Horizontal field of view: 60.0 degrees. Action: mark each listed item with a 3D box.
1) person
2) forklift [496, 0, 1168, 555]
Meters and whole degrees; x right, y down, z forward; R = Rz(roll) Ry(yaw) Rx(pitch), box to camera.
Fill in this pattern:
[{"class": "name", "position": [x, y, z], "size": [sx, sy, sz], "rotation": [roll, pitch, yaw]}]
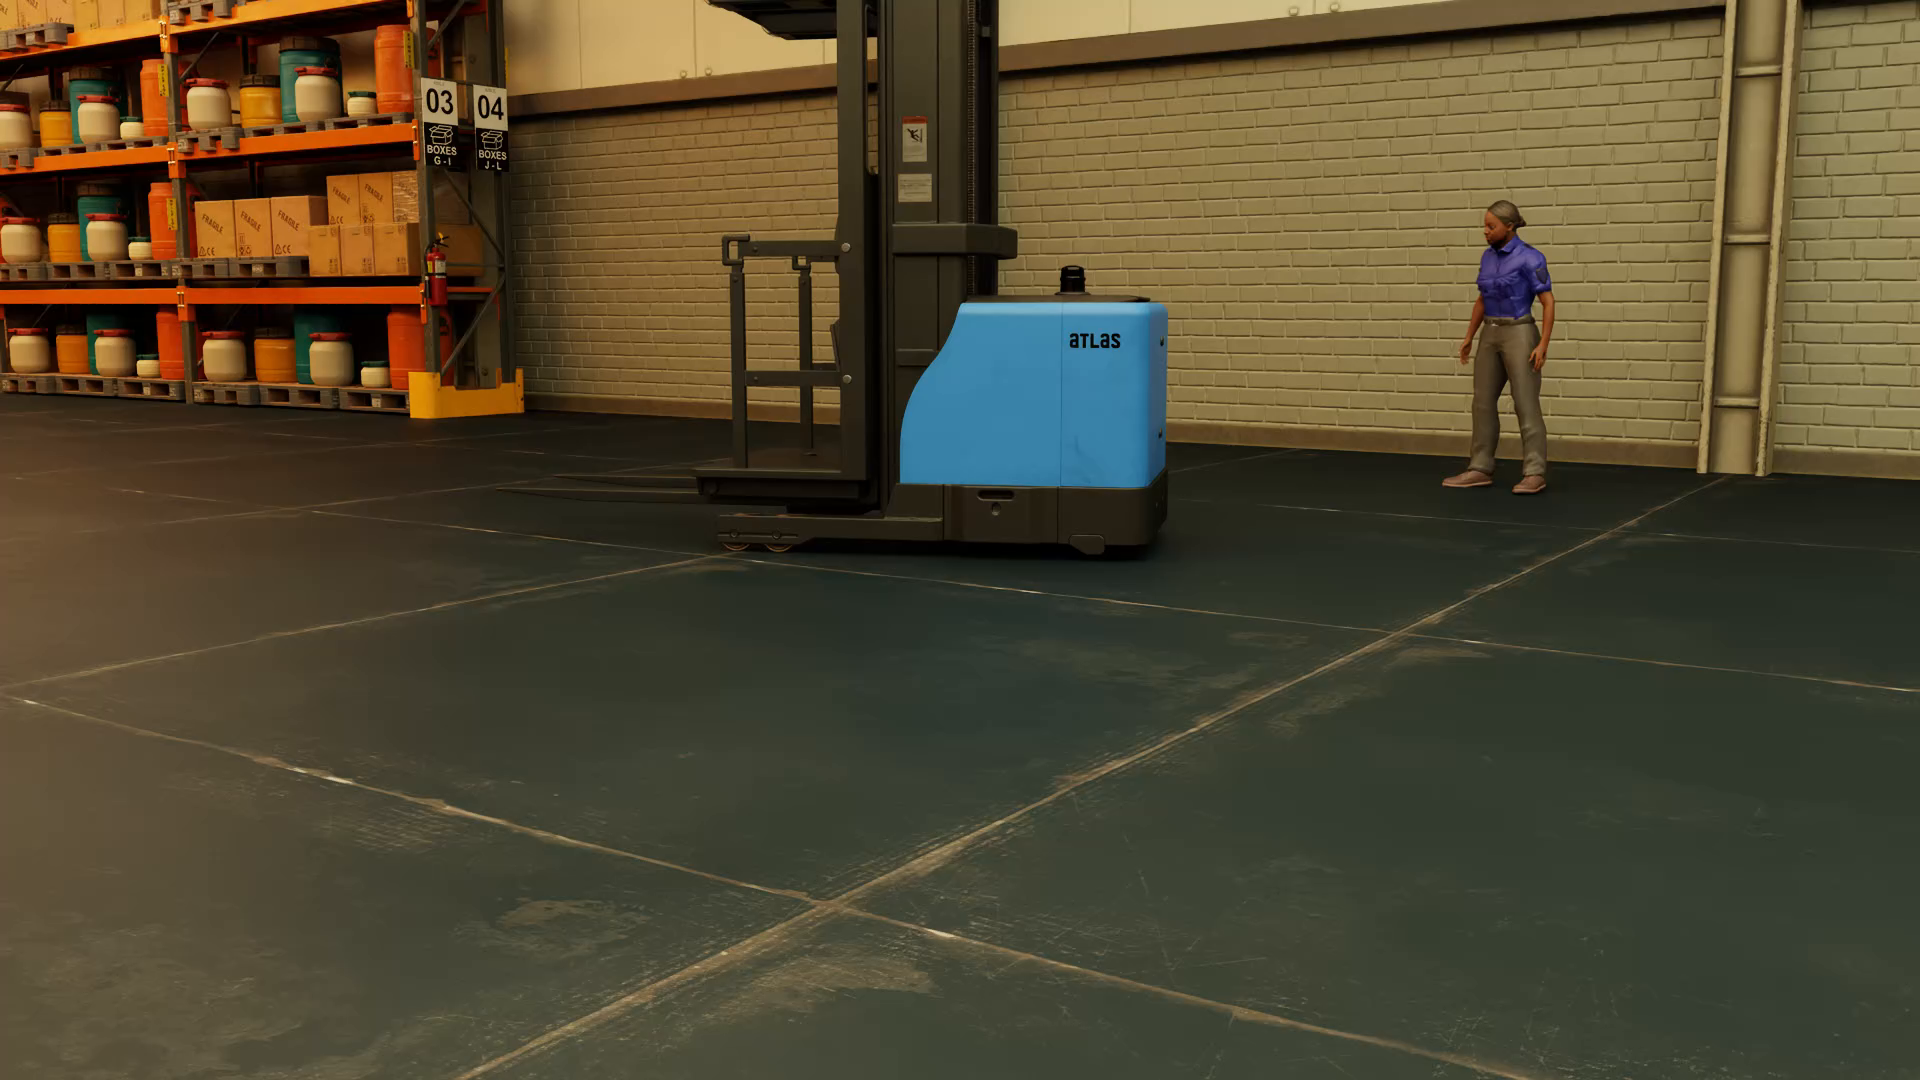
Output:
[{"class": "person", "position": [3.147, -1.113, 9.582], "size": [0.405, 1.658, 0.625], "rotation": [-5, 9, -29]}, {"class": "forklift", "position": [-0.596, -1.469, 7.520], "size": [3.031, 2.935, 1.130], "rotation": [2, 8, 12]}]
